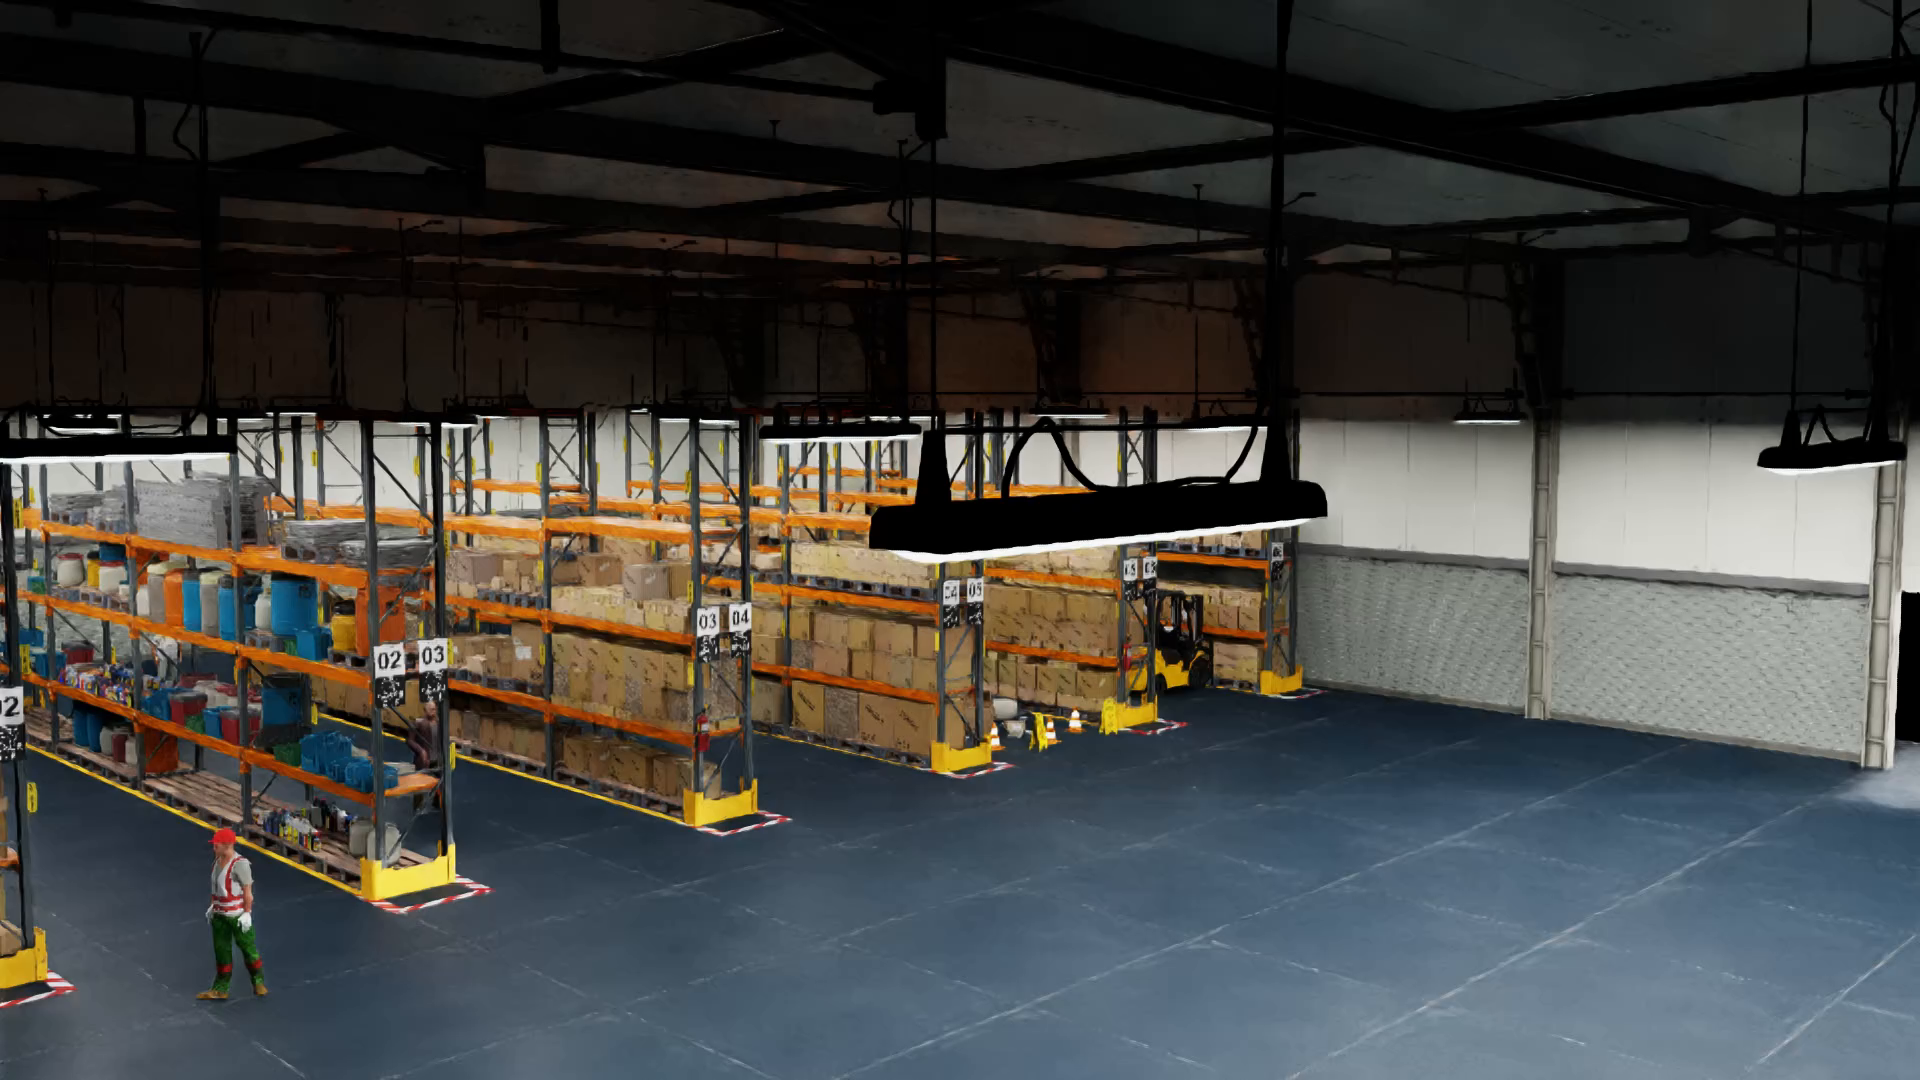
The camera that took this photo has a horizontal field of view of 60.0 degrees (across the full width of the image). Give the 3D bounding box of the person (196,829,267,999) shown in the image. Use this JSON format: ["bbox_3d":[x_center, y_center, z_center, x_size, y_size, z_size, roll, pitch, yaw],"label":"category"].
[{"bbox_3d":[-7.628,3.900,17.402,0.664,1.792,0.540,3,6,28],"label":"person"}]

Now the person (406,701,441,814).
[{"bbox_3d":[-7.938,3.258,24.927,0.750,1.737,0.747,-5,7,-42],"label":"person"}]

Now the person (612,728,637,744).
[{"bbox_3d":[-6.100,2.784,29.942,0.503,1.764,0.624,-1,5,-16],"label":"person"}]

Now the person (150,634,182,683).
[{"bbox_3d":[-16.533,2.467,34.697,0.575,1.607,0.625,5,7,42],"label":"person"}]
